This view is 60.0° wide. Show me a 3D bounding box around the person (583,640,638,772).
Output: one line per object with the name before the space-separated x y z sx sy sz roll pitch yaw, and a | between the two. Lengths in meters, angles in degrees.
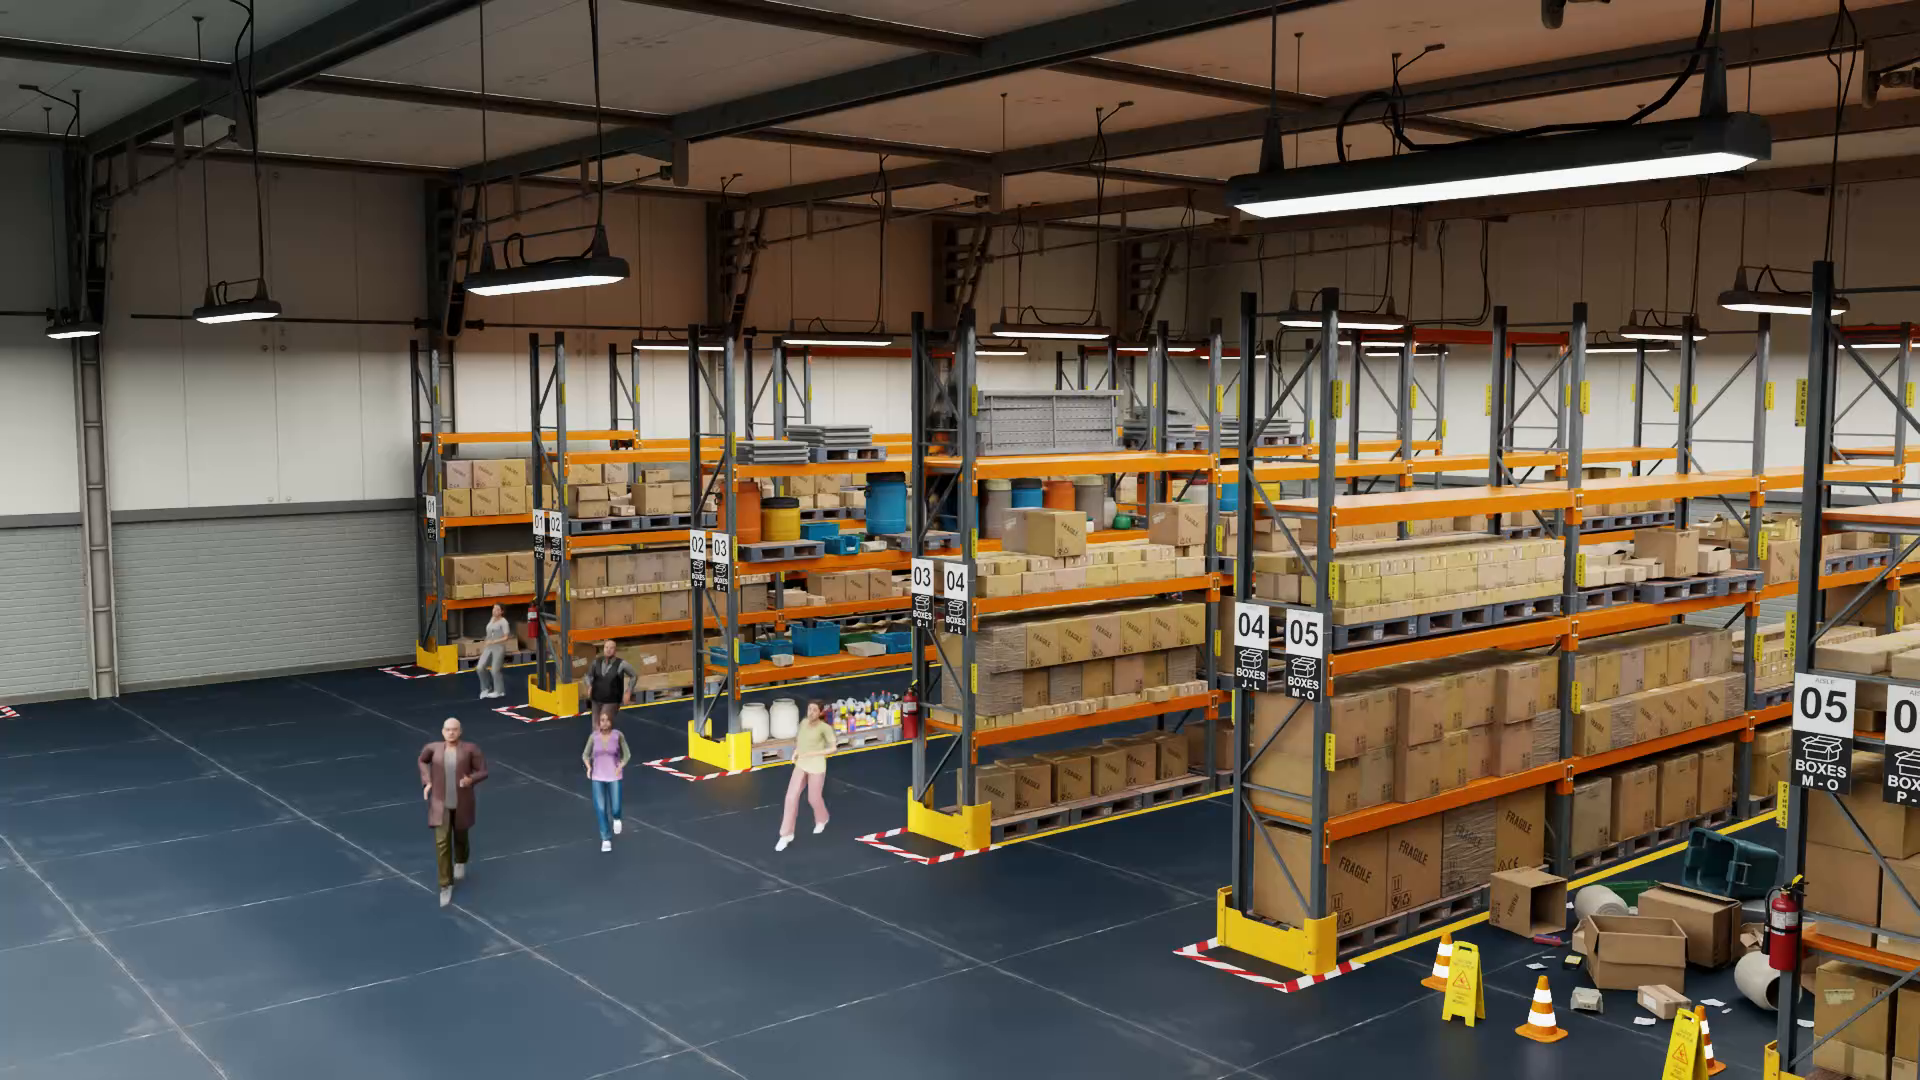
person | -4.810 2.228 22.617 0.730 1.739 0.833 1 5 15

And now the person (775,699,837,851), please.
person | -1.640 2.604 18.767 0.594 1.678 0.915 2 6 23

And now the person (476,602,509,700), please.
person | -7.638 1.822 27.337 0.597 1.639 0.613 3 6 26

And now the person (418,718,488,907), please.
person | -5.163 2.701 16.921 0.690 1.805 1.041 -1 5 -13

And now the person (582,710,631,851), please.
person | -3.962 2.669 18.632 0.537 1.549 0.594 -1 5 -7
